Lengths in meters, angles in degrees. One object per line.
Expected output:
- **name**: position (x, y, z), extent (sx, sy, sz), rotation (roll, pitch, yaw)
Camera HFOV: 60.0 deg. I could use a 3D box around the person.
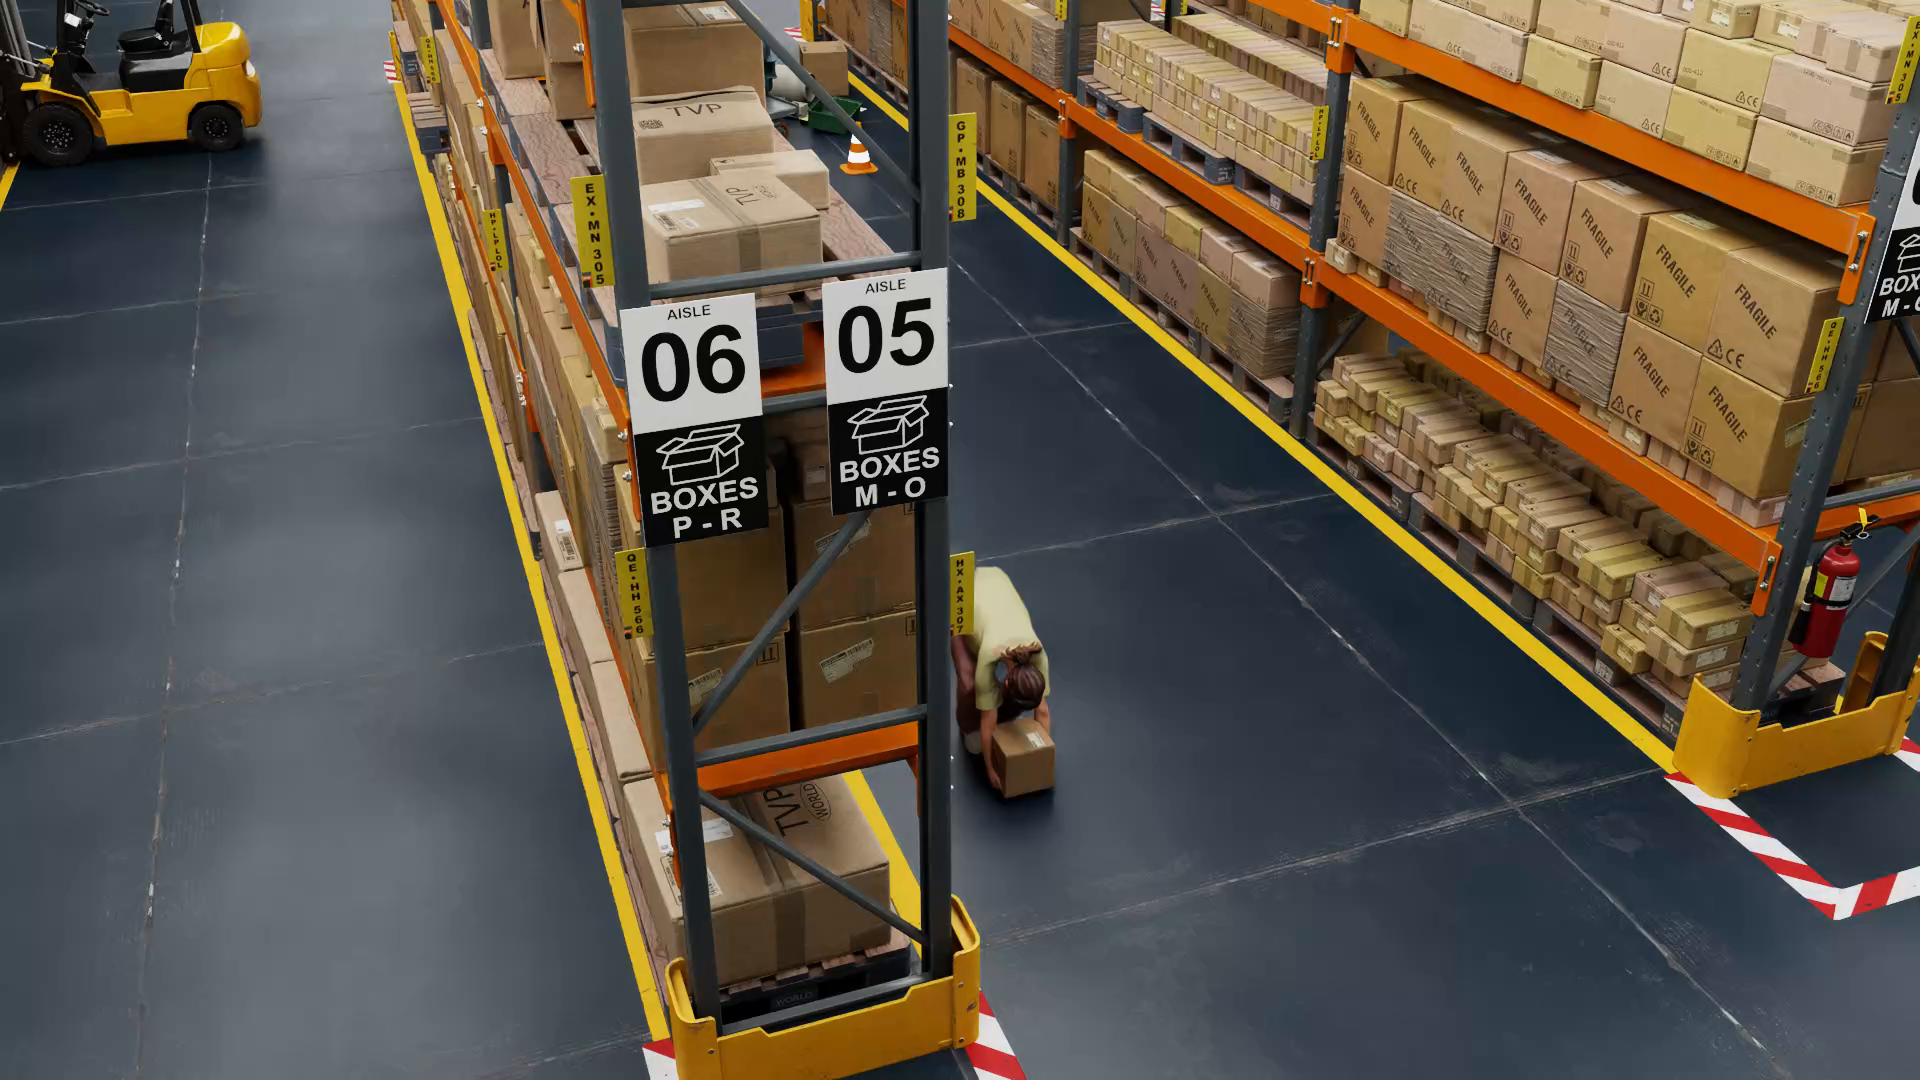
- **person**: position (0.203, 0.670, 8.023), extent (0.465, 0.829, 0.845), rotation (-11, 32, -19)
